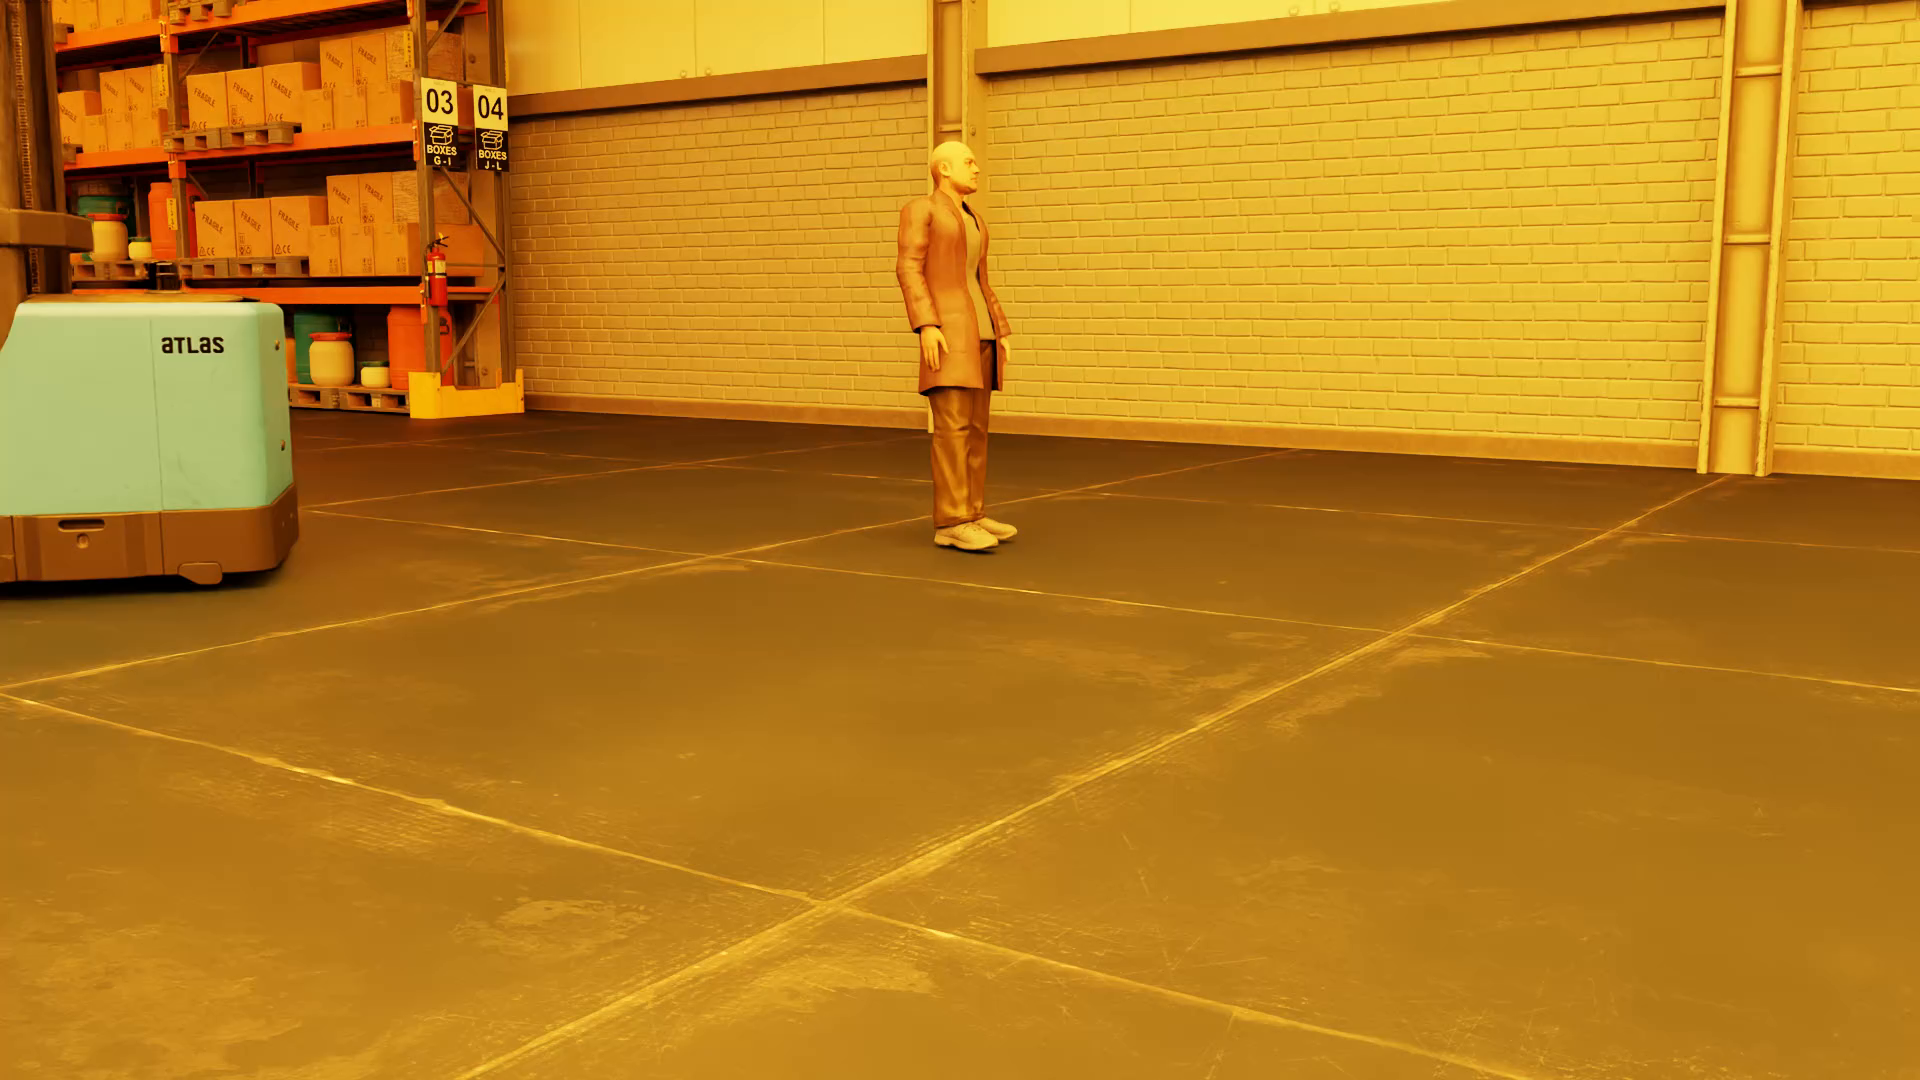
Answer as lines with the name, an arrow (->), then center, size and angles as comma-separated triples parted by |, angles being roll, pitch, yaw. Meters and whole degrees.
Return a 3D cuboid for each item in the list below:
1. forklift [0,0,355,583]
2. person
forklift -> -3.973, -1.284, 6.224 | 3.031, 2.935, 1.130 | -2, 8, -16
person -> 0.075, -0.880, 7.423 | 0.578, 1.778, 0.698 | 5, 10, 34
